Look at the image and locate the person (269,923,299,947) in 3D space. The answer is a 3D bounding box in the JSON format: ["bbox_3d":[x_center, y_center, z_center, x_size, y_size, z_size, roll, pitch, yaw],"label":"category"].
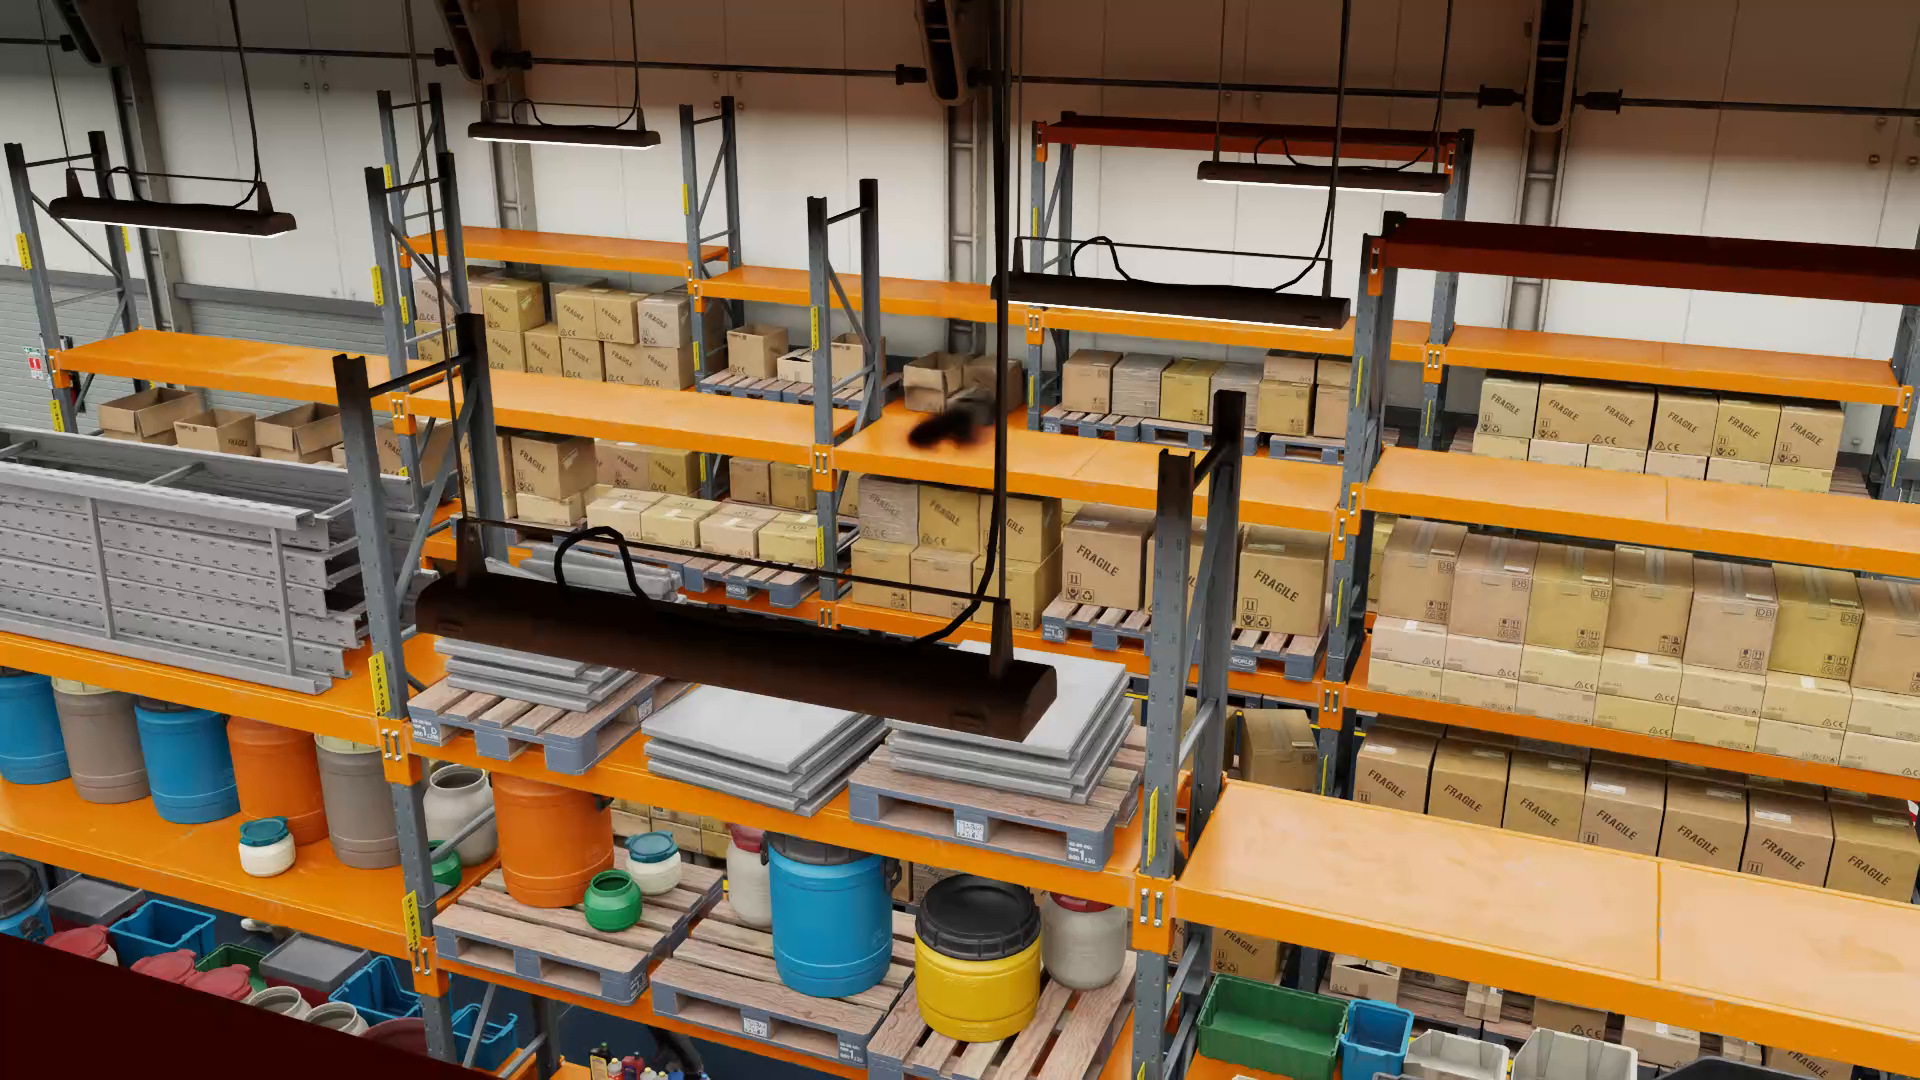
[{"bbox_3d":[-5.089,2.801,12.633,0.884,1.778,0.636,8,22,20],"label":"person"}]

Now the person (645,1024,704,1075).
[{"bbox_3d":[-2.190,3.111,11.919,0.695,1.673,0.548,4,21,11],"label":"person"}]

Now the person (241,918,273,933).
[{"bbox_3d":[-5.536,2.497,13.481,0.924,1.645,0.570,4,21,9],"label":"person"}]
